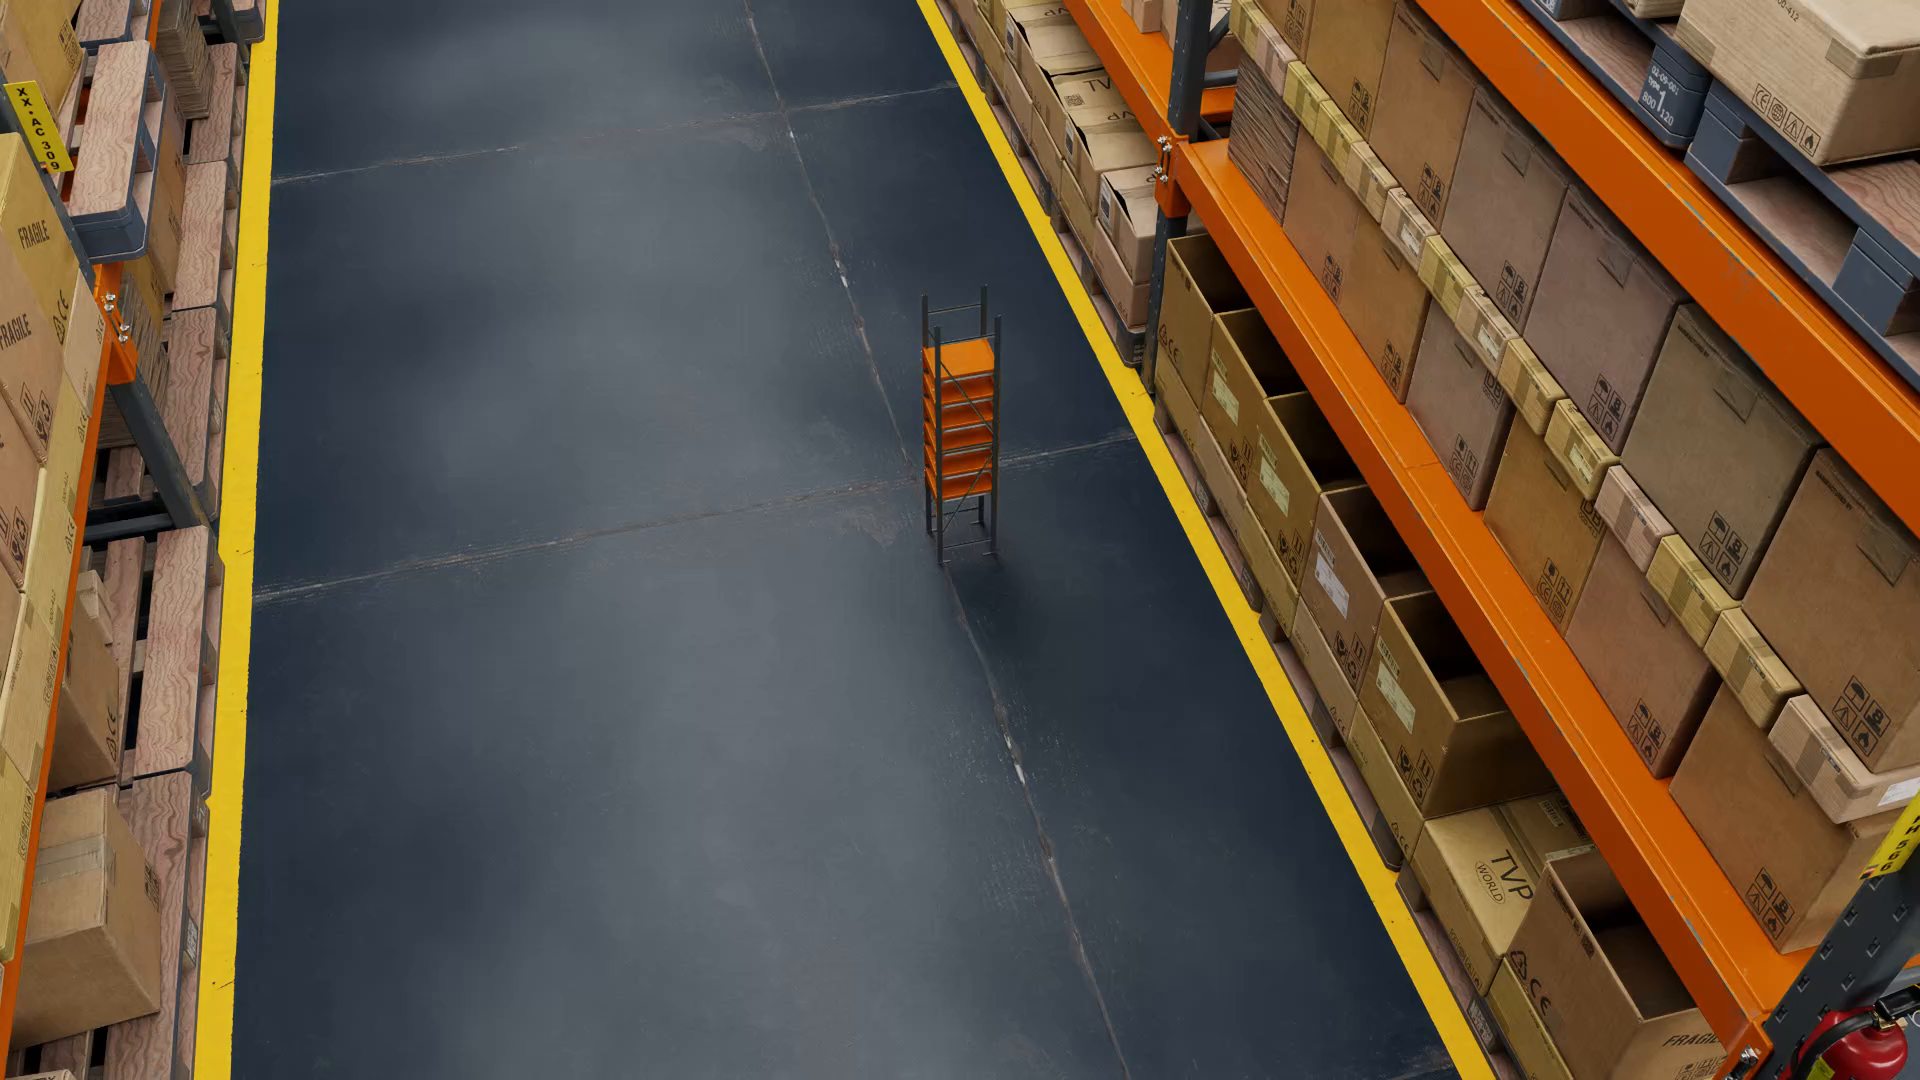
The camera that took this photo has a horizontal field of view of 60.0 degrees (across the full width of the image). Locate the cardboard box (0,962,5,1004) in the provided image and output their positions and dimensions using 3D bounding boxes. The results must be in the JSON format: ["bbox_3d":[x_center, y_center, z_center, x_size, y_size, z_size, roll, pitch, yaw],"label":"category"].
[{"bbox_3d":[-2.421,1.142,3.621,0.500,0.250,0.500,-12,47,-12],"label":"cardboard box"}]

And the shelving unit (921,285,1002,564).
[{"bbox_3d":[0.004,-0.410,6.312,0.258,1.200,0.189,-11,47,-10],"label":"shelving unit"}]

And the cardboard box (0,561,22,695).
[{"bbox_3d":[-2.675,0.191,4.028,0.500,0.500,0.500,-9,46,-9],"label":"cardboard box"}]

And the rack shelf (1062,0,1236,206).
[{"bbox_3d":[0.795,-2.951,8.046,1.077,0.370,4.000,-11,47,-10],"label":"rack shelf"}]

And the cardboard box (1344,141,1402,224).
[{"bbox_3d":[1.451,-1.158,5.261,0.380,0.149,0.250,-12,47,-12],"label":"cardboard box"}]

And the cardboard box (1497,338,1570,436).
[{"bbox_3d":[1.716,-0.445,4.562,0.380,0.149,0.250,-10,46,-9],"label":"cardboard box"}]

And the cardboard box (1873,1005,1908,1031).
[{"bbox_3d":[2.409,1.344,4.964,0.500,0.250,0.500,-11,47,-10],"label":"cardboard box"}]

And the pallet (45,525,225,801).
[{"bbox_3d":[-3.274,0.519,6.093,1.003,0.211,1.213,-11,47,-10],"label":"pallet"}]

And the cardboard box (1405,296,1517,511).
[{"bbox_3d":[1.825,-0.488,5.058,0.700,0.500,0.500,-9,46,-9],"label":"cardboard box"}]

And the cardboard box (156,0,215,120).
[{"bbox_3d":[-4.270,-2.467,8.510,0.700,0.500,0.500,-10,46,-10],"label":"cardboard box"}]

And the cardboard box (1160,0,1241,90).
[{"bbox_3d":[1.139,-2.102,6.814,0.500,0.250,0.500,-8,46,-8],"label":"cardboard box"}]

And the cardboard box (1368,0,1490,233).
[{"bbox_3d":[1.685,-1.311,4.957,0.700,0.500,0.500,-11,47,-10],"label":"cardboard box"}]

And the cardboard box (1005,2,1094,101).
[{"bbox_3d":[0.537,-2.481,8.320,0.500,0.311,0.500,-11,47,-11],"label":"cardboard box"}]

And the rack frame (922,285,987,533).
[{"bbox_3d":[-0.020,-0.473,6.374,0.240,1.200,0.006,-11,47,-10],"label":"rack frame"}]

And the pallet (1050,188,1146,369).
[{"bbox_3d":[1.081,-1.348,7.923,1.003,0.211,1.213,-11,47,-10],"label":"pallet"}]

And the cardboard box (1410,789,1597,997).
[{"bbox_3d":[1.769,1.096,5.207,0.500,0.250,0.500,-11,47,-10],"label":"cardboard box"}]

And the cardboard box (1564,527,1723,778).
[{"bbox_3d":[2.085,0.218,4.366,0.700,0.500,0.500,-10,46,-9],"label":"cardboard box"}]

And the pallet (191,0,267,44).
[{"bbox_3d":[-4.633,-3.258,9.795,1.003,0.211,1.213,-11,47,-10],"label":"pallet"}]

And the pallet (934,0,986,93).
[{"bbox_3d":[0.456,-3.032,9.574,1.003,0.211,1.213,-11,47,-10],"label":"pallet"}]

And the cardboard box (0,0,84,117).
[{"bbox_3d":[-3.714,-1.848,6.082,0.700,0.500,0.500,-6,46,-6],"label":"cardboard box"}]

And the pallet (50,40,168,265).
[{"bbox_3d":[-3.535,-1.401,6.157,1.003,0.211,1.213,-11,47,-10],"label":"pallet"}]

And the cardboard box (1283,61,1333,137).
[{"bbox_3d":[1.321,-1.512,5.607,0.380,0.149,0.250,-12,47,-11],"label":"cardboard box"}]

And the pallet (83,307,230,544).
[{"bbox_3d":[-3.681,-0.475,7.068,1.003,0.211,1.213,-11,47,-10],"label":"pallet"}]

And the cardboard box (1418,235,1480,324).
[{"bbox_3d":[1.589,-0.794,4.904,0.380,0.149,0.250,-11,47,-11],"label":"cardboard box"}]

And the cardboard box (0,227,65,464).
[{"bbox_3d":[-2.927,-0.517,4.723,0.500,0.500,0.500,-11,47,-11],"label":"cardboard box"}]

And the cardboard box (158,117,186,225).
[{"bbox_3d":[-4.096,-1.752,7.809,0.700,0.500,0.500,-11,47,-11],"label":"cardboard box"}]

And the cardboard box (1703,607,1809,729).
[{"bbox_3d":[1.981,0.268,3.863,0.380,0.149,0.250,-10,46,-9],"label":"cardboard box"}]

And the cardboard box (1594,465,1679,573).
[{"bbox_3d":[1.853,-0.083,4.206,0.380,0.149,0.250,-10,46,-10],"label":"cardboard box"}]

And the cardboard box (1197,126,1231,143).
[{"bbox_3d":[1.319,-1.880,7.731,0.500,0.311,0.500,-11,47,-11],"label":"cardboard box"}]

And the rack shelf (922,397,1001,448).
[{"bbox_3d":[0.004,-0.463,6.258,0.258,0.103,0.180,-11,47,-10],"label":"rack shelf"}]

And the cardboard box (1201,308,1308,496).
[{"bbox_3d":[1.259,-0.548,6.293,0.500,0.500,0.500,-11,47,-10],"label":"cardboard box"}]

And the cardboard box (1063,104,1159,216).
[{"bbox_3d":[0.787,-1.788,7.641,0.500,0.311,0.500,-10,46,-9],"label":"cardboard box"}]

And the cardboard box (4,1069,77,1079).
[{"bbox_3d":[-2.692,1.747,4.512,0.500,0.311,0.500,-7,46,-7],"label":"cardboard box"}]

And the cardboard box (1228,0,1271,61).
[{"bbox_3d":[1.189,-1.863,5.952,0.380,0.149,0.250,-11,47,-10],"label":"cardboard box"}]

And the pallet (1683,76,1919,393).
[{"bbox_3d":[2.175,-0.572,3.172,1.003,0.211,1.213,-11,47,-10],"label":"pallet"}]

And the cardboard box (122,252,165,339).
[{"bbox_3d":[-3.866,-1.046,7.117,0.700,0.500,0.500,-12,47,-11],"label":"cardboard box"}]

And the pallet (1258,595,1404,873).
[{"bbox_3d":[1.786,0.554,6.059,1.003,0.211,1.213,-11,47,-10],"label":"pallet"}]

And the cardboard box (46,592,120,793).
[{"bbox_3d":[-3.176,0.516,5.586,0.500,0.500,0.500,-14,47,-13],"label":"cardboard box"}]

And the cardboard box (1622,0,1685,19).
[{"bbox_3d":[1.639,-1.406,3.598,0.500,0.311,0.500,-6,46,-6],"label":"cardboard box"}]

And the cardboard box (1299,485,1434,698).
[{"bbox_3d":[1.509,0.143,5.615,0.500,0.500,0.500,-11,47,-10],"label":"cardboard box"}]

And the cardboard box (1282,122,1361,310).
[{"bbox_3d":[1.568,-1.189,5.745,0.700,0.500,0.500,-11,47,-11],"label":"cardboard box"}]

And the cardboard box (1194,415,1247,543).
[{"bbox_3d":[1.256,-0.285,6.560,0.500,0.250,0.500,-11,47,-10],"label":"cardboard box"}]

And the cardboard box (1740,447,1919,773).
[{"bbox_3d":[2.211,0.089,3.584,0.700,0.500,0.500,-11,47,-10],"label":"cardboard box"}]

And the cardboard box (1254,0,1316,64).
[{"bbox_3d":[1.427,-2.006,5.637,0.700,0.500,0.500,-10,47,-10],"label":"cardboard box"}]

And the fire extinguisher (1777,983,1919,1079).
[{"bbox_3d":[1.912,1.133,3.593,0.296,0.674,0.183,-11,47,-10],"label":"fire extinguisher"}]

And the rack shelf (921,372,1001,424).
[{"bbox_3d":[0.004,-0.547,6.172,0.258,0.103,0.180,-11,47,-10],"label":"rack shelf"}]

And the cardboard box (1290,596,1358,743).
[{"bbox_3d":[1.513,0.405,5.884,0.500,0.250,0.500,-11,47,-10],"label":"cardboard box"}]

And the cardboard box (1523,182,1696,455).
[{"bbox_3d":[1.941,-0.621,4.280,0.700,0.500,0.500,-11,47,-10],"label":"cardboard box"}]

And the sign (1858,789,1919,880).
[{"bbox_3d":[1.803,0.541,3.143,0.100,0.325,0.005,-11,47,-10],"label":"sign"}]

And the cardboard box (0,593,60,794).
[{"bbox_3d":[-2.673,0.440,4.309,0.500,0.250,0.500,-10,46,-10],"label":"cardboard box"}]

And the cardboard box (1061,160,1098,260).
[{"bbox_3d":[0.793,-1.590,7.839,0.500,0.250,0.500,-11,47,-11],"label":"cardboard box"}]

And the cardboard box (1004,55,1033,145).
[{"bbox_3d":[0.533,-2.294,8.529,0.500,0.250,0.500,-10,46,-10],"label":"cardboard box"}]

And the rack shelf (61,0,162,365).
[{"bbox_3d":[-3.992,-2.043,7.155,1.077,0.370,4.000,-11,47,-10],"label":"rack shelf"}]

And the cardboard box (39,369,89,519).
[{"bbox_3d":[-2.947,-0.251,4.987,0.500,0.250,0.500,-11,47,-10],"label":"cardboard box"}]

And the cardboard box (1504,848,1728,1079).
[{"bbox_3d":[1.906,1.177,4.603,0.500,0.500,0.500,-11,47,-10],"label":"cardboard box"}]

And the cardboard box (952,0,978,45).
[{"bbox_3d":[0.263,-3.006,9.227,0.500,0.250,0.500,-12,47,-11],"label":"cardboard box"}]

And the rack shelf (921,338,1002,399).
[{"bbox_3d":[0.004,-0.631,6.086,0.258,0.103,0.180,-11,47,-10],"label":"rack shelf"}]

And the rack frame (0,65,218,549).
[{"bbox_3d":[-3.480,-0.914,5.545,1.000,3.000,0.127,-11,47,-10],"label":"rack frame"}]
